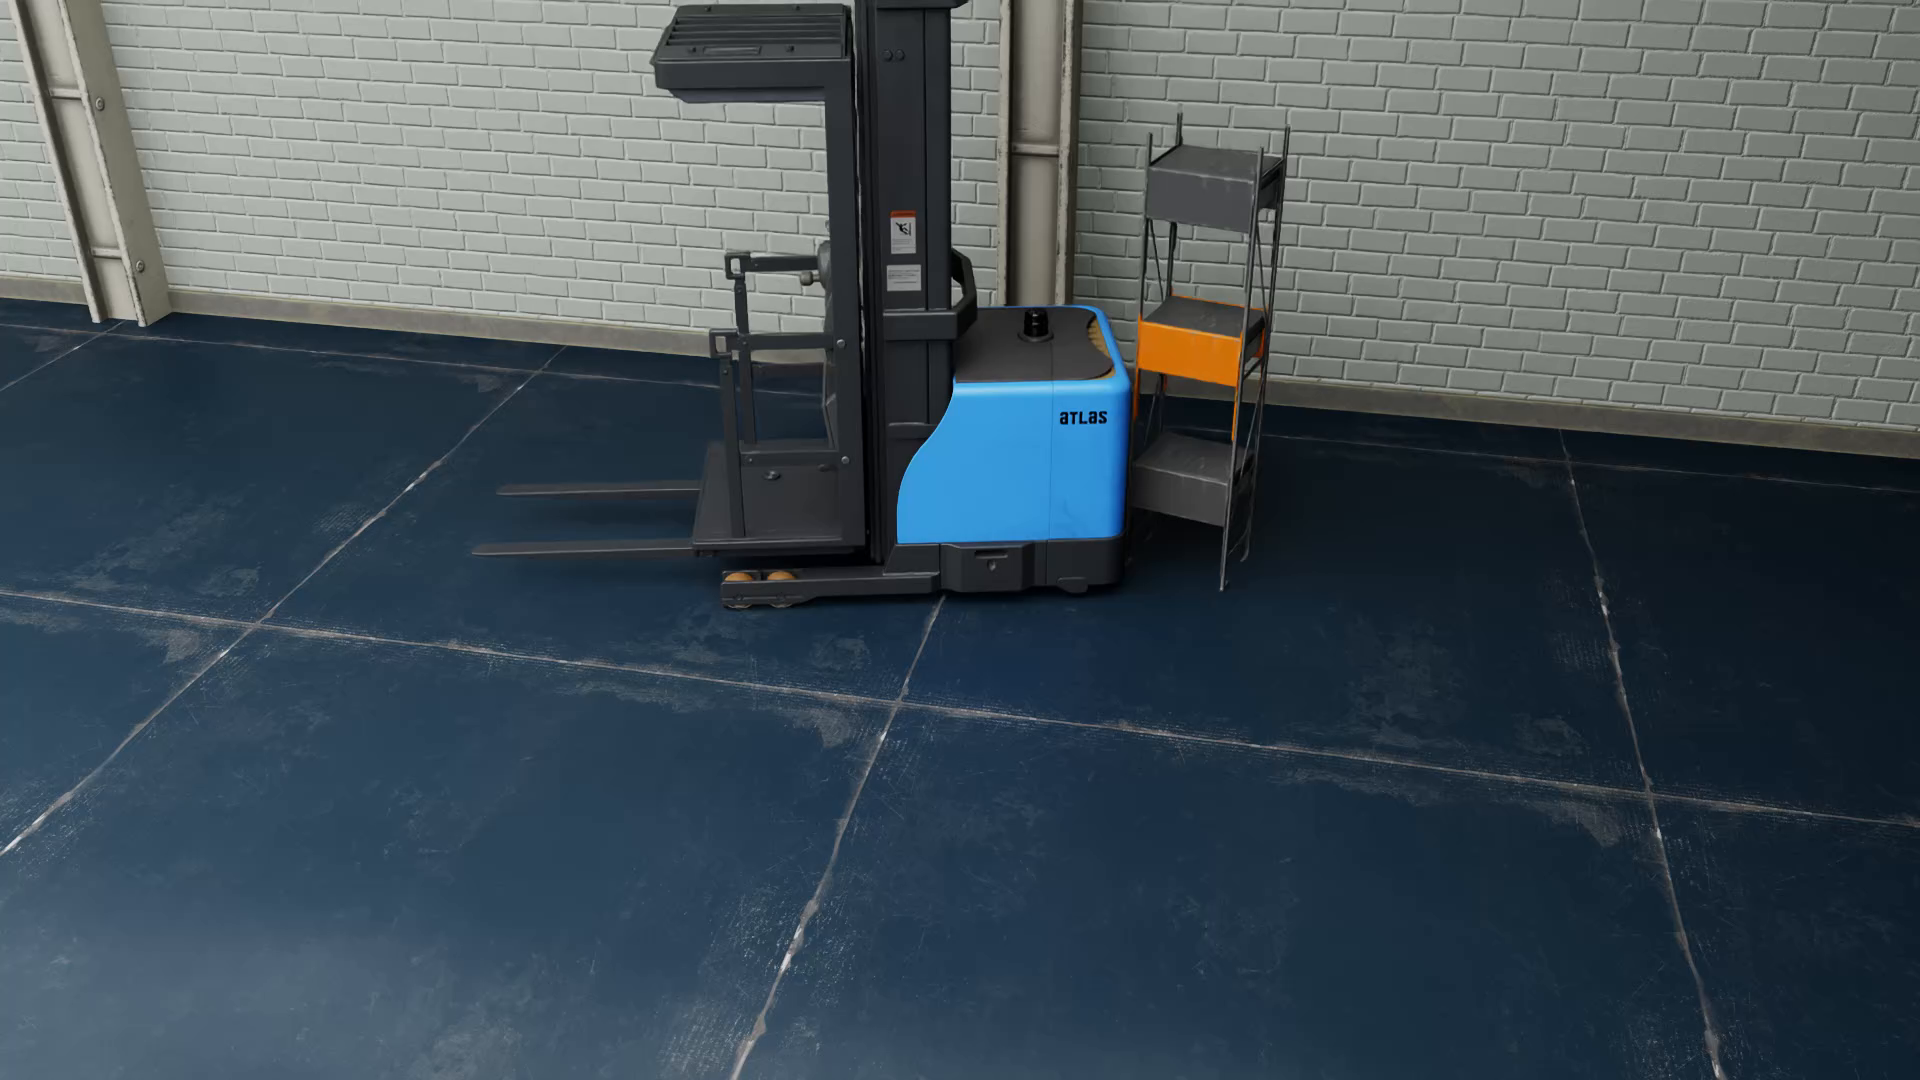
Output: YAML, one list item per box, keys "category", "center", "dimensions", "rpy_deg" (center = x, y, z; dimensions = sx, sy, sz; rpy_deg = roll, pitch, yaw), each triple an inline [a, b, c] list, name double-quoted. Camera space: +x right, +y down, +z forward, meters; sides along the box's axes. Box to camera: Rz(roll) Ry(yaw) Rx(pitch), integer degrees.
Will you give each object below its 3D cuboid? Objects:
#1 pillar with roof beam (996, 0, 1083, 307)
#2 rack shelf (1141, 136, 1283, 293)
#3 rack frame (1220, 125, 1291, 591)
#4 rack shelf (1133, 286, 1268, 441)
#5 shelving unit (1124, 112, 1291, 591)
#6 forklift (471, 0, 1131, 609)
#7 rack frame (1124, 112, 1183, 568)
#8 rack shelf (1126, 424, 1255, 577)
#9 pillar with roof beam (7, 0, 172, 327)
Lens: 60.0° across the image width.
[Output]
- category: "pillar with roof beam"
  center: [-0.468, -2.799, 3.991]
  dimensions: [0.400, 9.000, 9.100]
  rpy_deg: [6, 29, 11]
- category: "rack shelf"
  center: [1.101, -1.422, 7.232]
  dimensions: [0.480, 0.518, 0.431]
  rpy_deg: [14, 32, 23]
- category: "rack frame"
  center: [1.318, -0.767, 7.465]
  dimensions: [0.015, 2.100, 0.400]
  rpy_deg: [14, 32, 23]
- category: "rack shelf"
  center: [1.101, -0.808, 7.569]
  dimensions: [0.480, 0.518, 0.431]
  rpy_deg: [14, 32, 23]
- category: "shelving unit"
  center: [1.101, -0.820, 7.562]
  dimensions: [0.503, 2.100, 0.431]
  rpy_deg: [14, 32, 23]
- category: "forklift"
  center: [-0.766, -1.229, 7.442]
  dimensions: [3.031, 2.935, 1.130]
  rpy_deg: [-2, 29, -3]
- category: "rack frame"
  center: [0.883, -0.873, 7.659]
  dimensions: [0.015, 2.100, 0.400]
  rpy_deg: [14, 32, 23]
- category: "rack shelf"
  center: [1.101, -0.194, 7.905]
  dimensions: [0.480, 0.518, 0.431]
  rpy_deg: [14, 32, 23]
- category: "pillar with roof beam"
  center: [-6.336, -3.400, 5.090]
  dimensions: [0.400, 9.000, 9.100]
  rpy_deg: [6, 29, 11]
